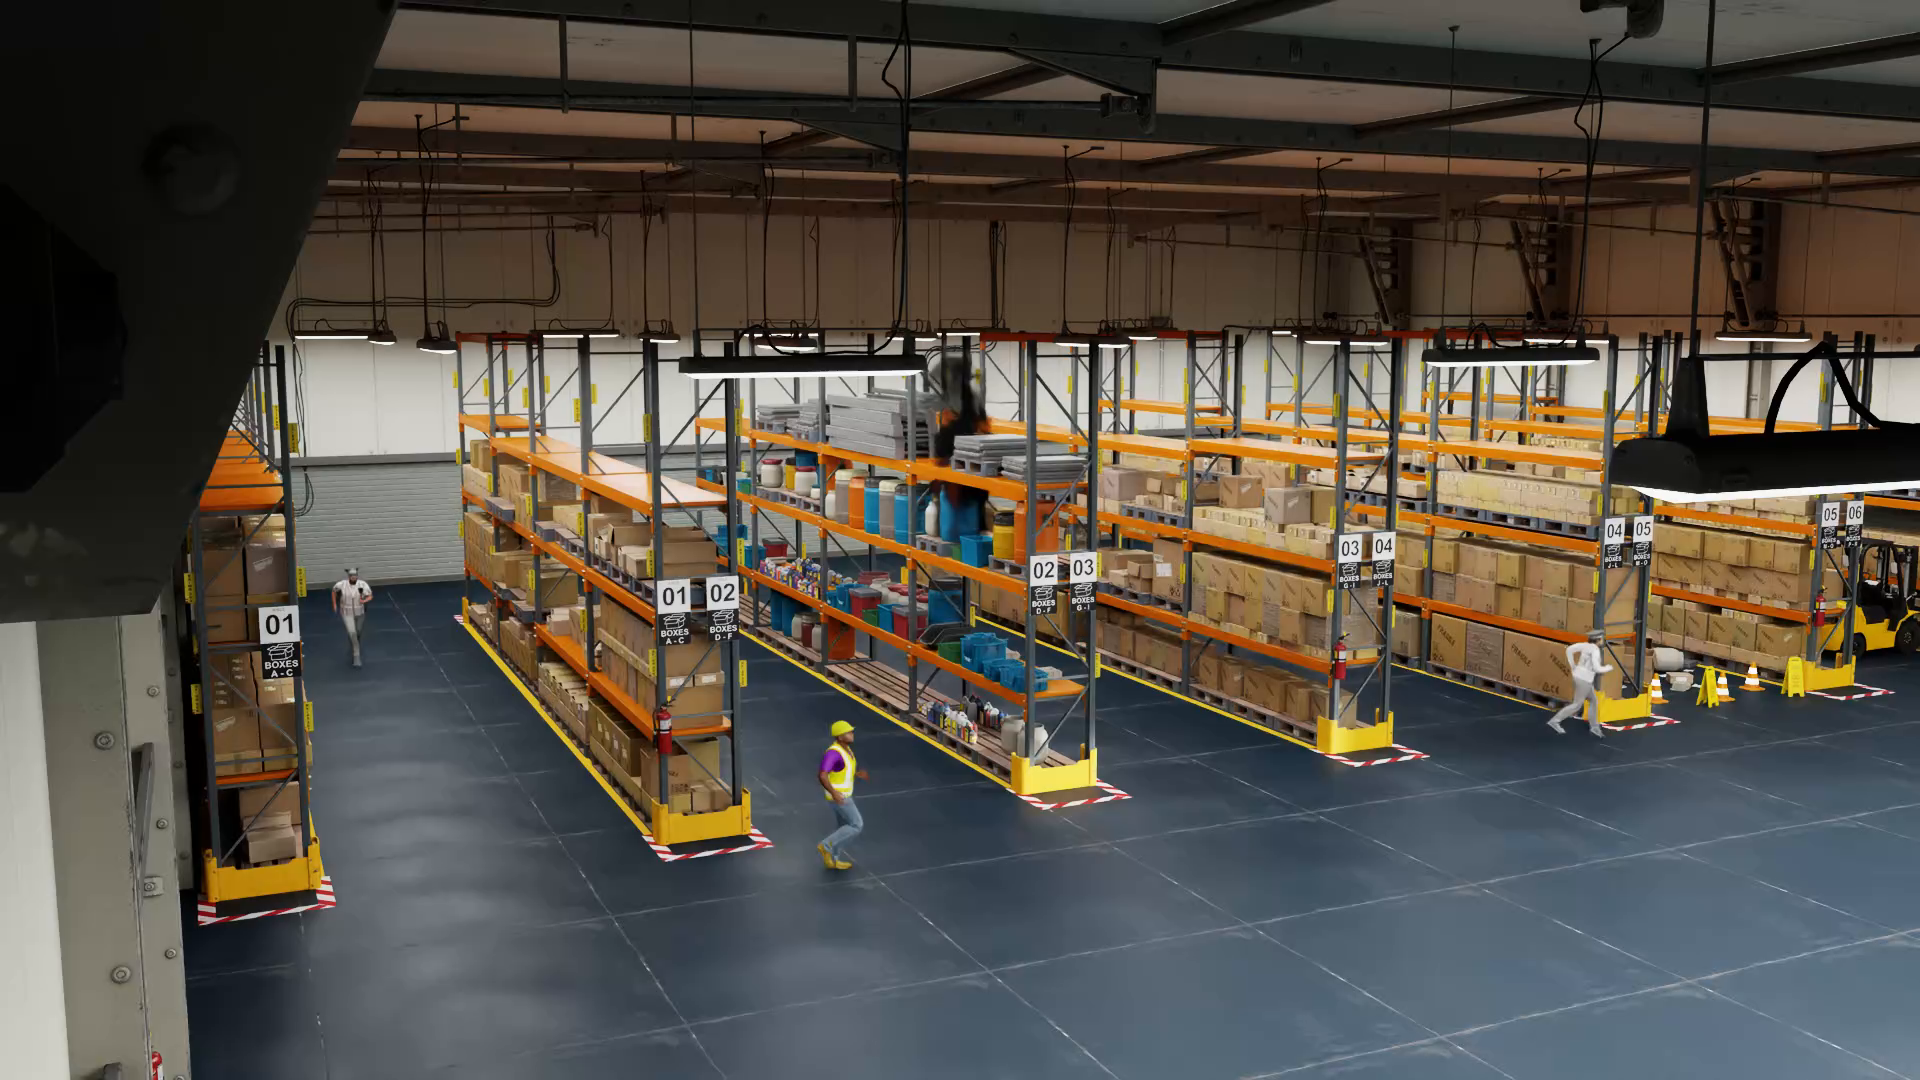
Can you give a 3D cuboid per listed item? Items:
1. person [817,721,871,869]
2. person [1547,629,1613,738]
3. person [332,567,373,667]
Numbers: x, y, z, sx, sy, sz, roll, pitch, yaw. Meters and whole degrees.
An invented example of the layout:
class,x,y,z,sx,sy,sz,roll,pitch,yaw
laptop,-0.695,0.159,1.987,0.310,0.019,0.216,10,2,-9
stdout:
class,x,y,z,sx,sy,sz,roll,pitch,yaw
person,-1.326,2.916,19.063,0.596,1.729,0.682,0,8,2
person,9.319,2.174,25.006,0.927,1.706,0.646,0,8,-1
person,-11.097,1.370,30.432,0.688,1.825,0.939,-4,9,-27
